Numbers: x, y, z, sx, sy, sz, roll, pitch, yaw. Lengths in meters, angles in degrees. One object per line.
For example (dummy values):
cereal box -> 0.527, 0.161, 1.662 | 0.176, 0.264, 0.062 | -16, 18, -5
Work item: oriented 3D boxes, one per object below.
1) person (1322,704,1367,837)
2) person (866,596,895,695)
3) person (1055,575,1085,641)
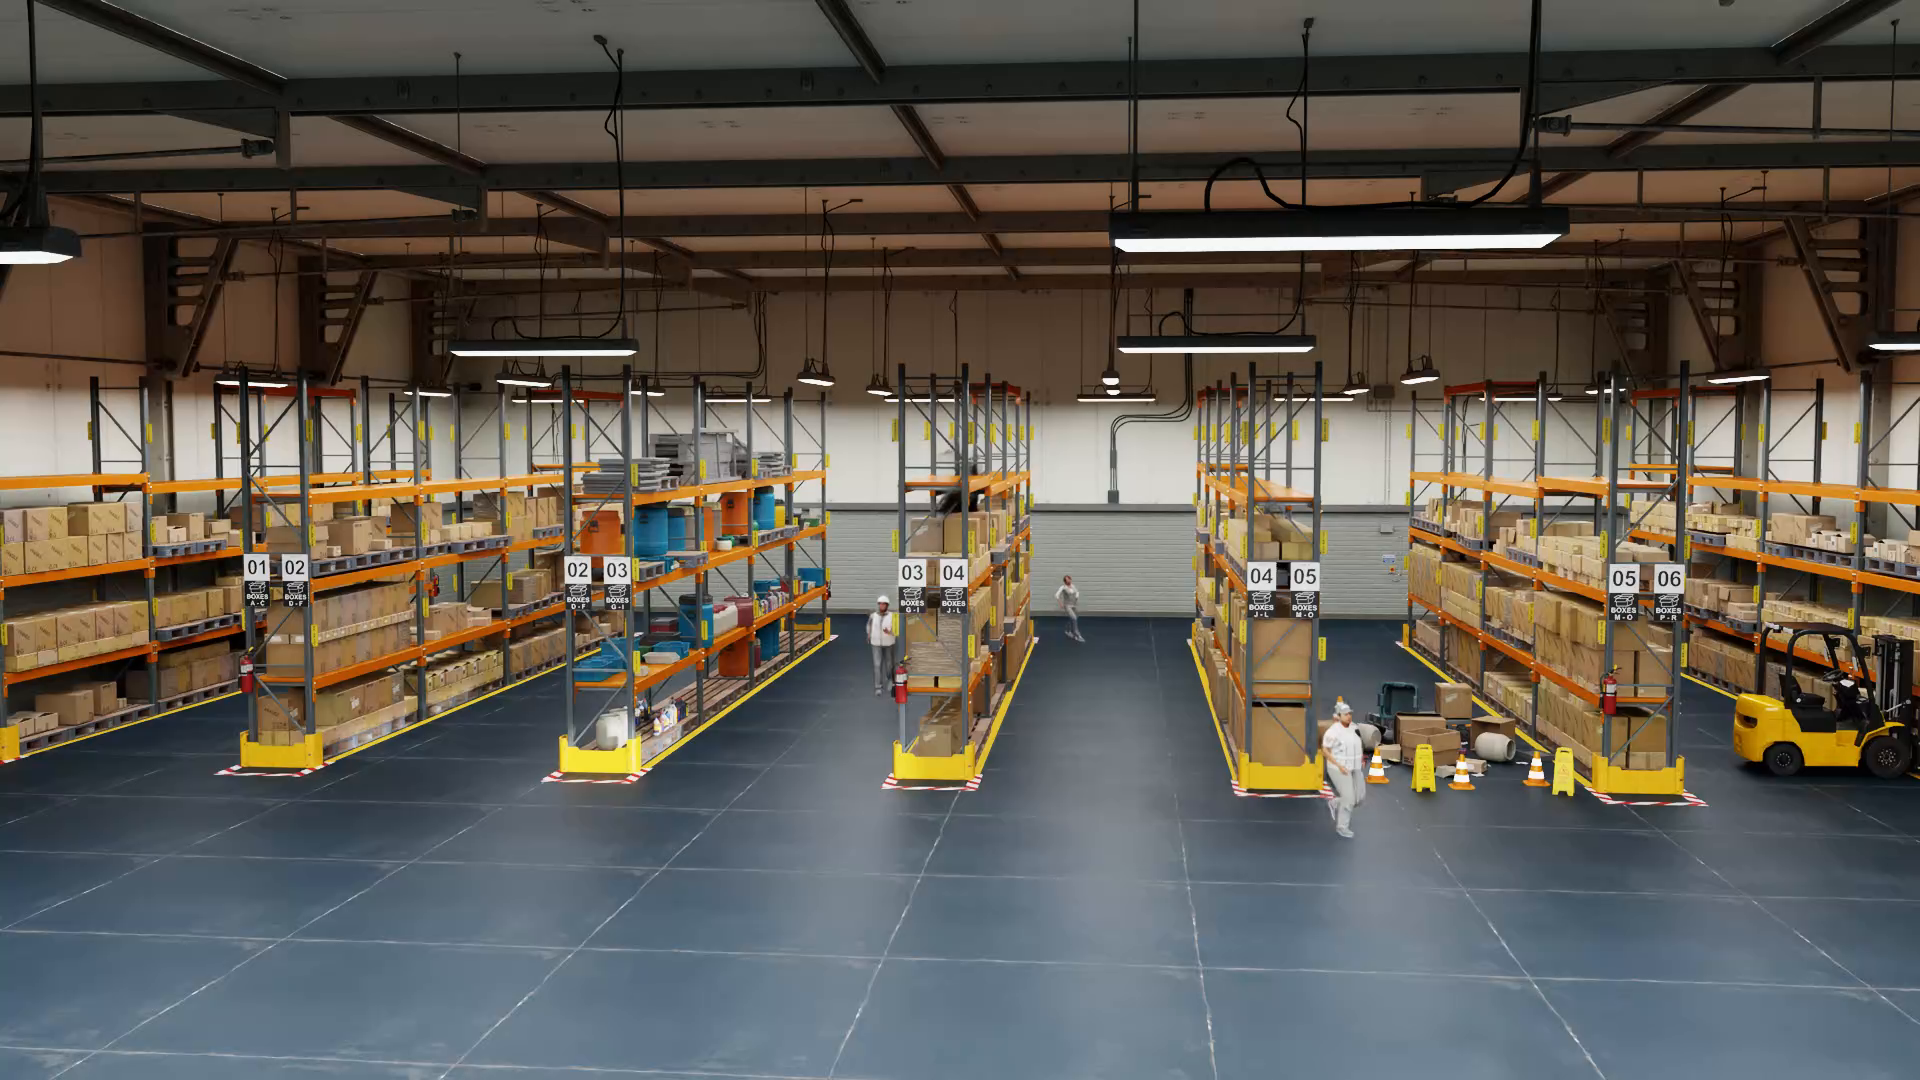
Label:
person -> 4.793, 2.863, 20.812 | 0.603, 1.639, 0.542 | -2, 4, -30
person -> -1.396, 1.909, 30.071 | 0.667, 1.789, 0.852 | 0, 4, 6
person -> 2.649, 1.630, 40.119 | 0.588, 1.577, 0.784 | -2, 4, -32
